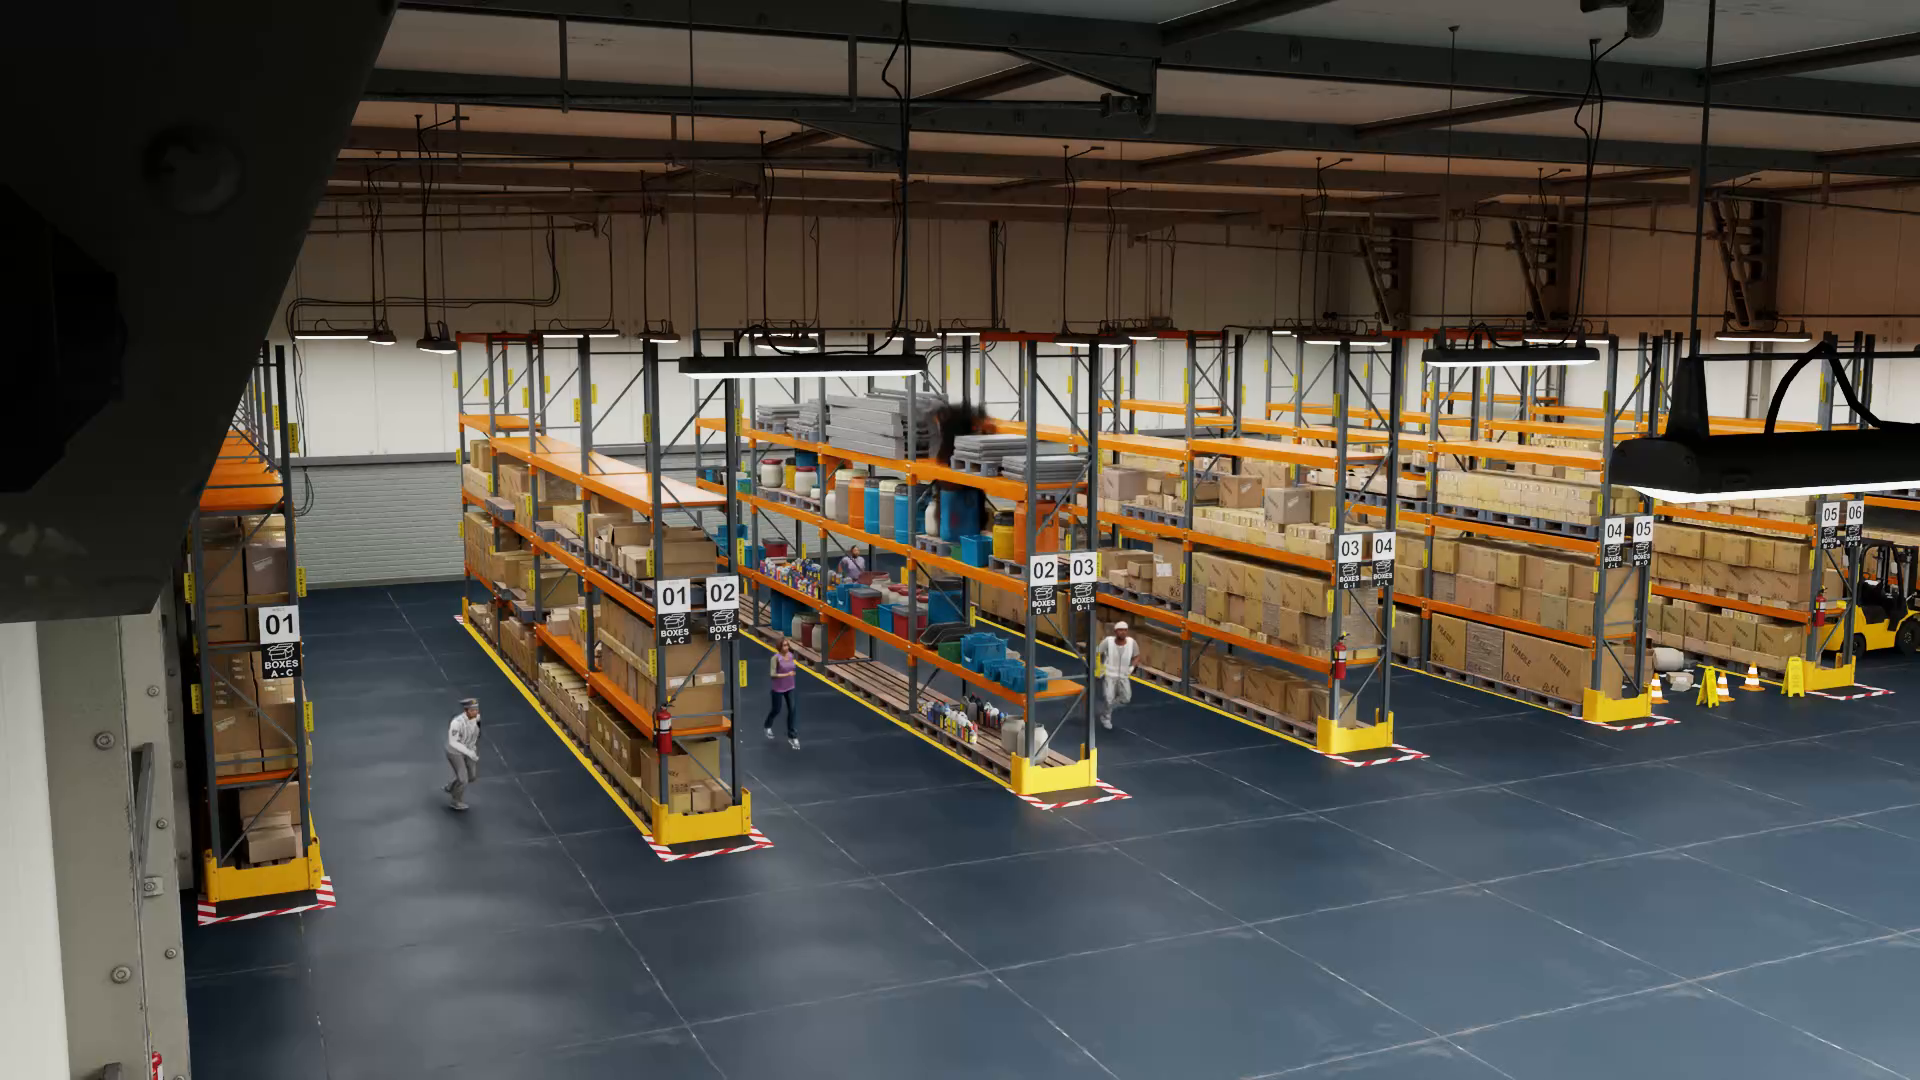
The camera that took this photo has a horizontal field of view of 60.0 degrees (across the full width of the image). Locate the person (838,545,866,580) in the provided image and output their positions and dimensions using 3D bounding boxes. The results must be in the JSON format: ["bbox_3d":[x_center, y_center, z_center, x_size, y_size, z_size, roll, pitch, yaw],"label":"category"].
[{"bbox_3d":[-2.197,0.924,34.302,0.506,1.666,0.800,-5,9,-34],"label":"person"}]

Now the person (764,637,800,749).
[{"bbox_3d":[-2.633,2.219,24.519,0.515,1.608,0.861,-6,10,-37],"label":"person"}]

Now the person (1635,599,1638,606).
[{"bbox_3d":[14.040,0.949,34.353,0.541,1.553,0.698,-6,10,-36],"label":"person"}]

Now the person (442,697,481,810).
[{"bbox_3d":[-6.402,2.717,21.302,0.796,1.515,0.578,4,9,25],"label":"person"}]

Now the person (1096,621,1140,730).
[{"bbox_3d":[2.403,2.076,25.611,0.777,1.678,0.546,-3,8,-21],"label":"person"}]
